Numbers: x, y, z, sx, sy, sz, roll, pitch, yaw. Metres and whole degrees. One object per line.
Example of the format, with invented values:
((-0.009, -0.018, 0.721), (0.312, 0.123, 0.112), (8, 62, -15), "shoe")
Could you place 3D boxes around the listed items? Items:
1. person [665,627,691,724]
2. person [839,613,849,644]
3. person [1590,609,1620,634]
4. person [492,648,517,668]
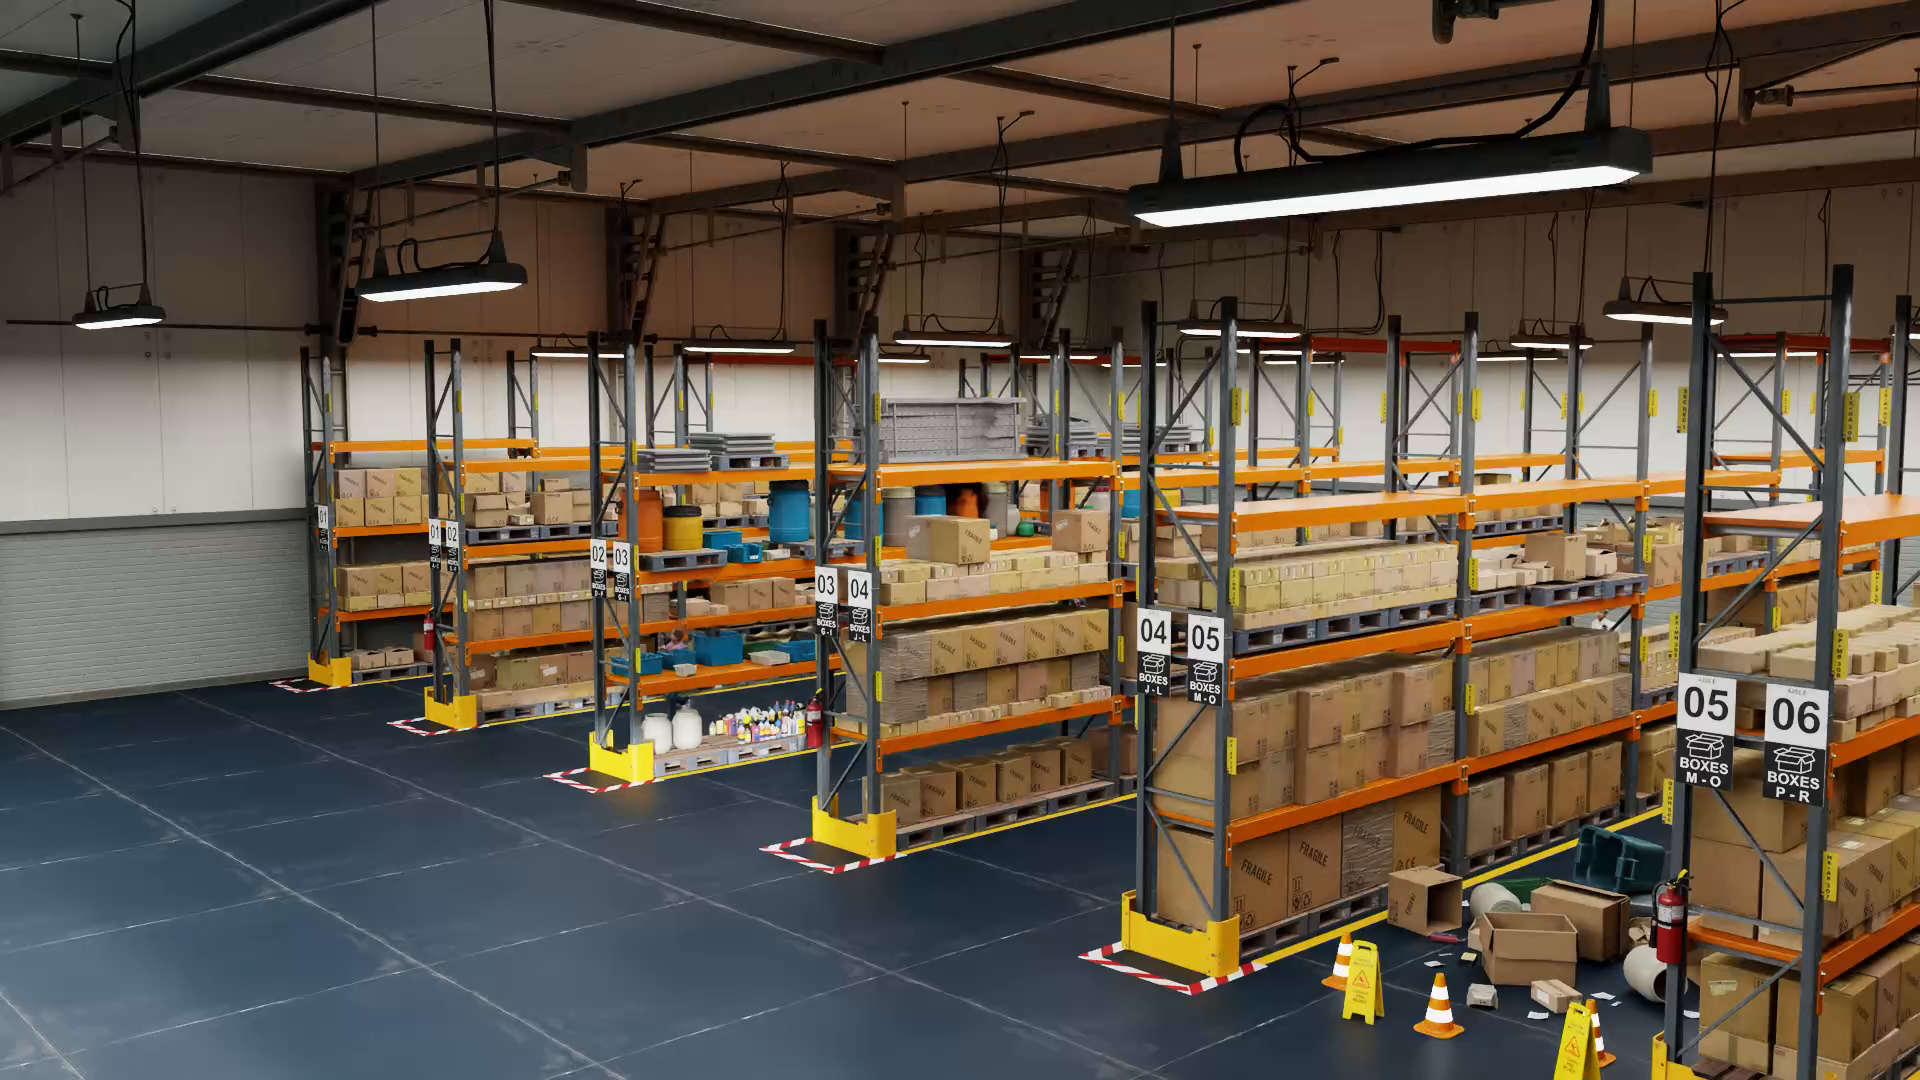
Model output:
((-4.366, 2.130, 25.738), (0.536, 1.565, 0.617), (3, 6, 32), "person")
((-1.726, 1.951, 27.264), (0.587, 1.660, 0.610), (5, 7, 44), "person")
((10.656, 1.915, 27.545), (0.711, 1.753, 0.612), (-5, 7, -42), "person")
((-7.882, 1.800, 28.957), (0.609, 1.638, 0.527), (4, 6, 37), "person")
